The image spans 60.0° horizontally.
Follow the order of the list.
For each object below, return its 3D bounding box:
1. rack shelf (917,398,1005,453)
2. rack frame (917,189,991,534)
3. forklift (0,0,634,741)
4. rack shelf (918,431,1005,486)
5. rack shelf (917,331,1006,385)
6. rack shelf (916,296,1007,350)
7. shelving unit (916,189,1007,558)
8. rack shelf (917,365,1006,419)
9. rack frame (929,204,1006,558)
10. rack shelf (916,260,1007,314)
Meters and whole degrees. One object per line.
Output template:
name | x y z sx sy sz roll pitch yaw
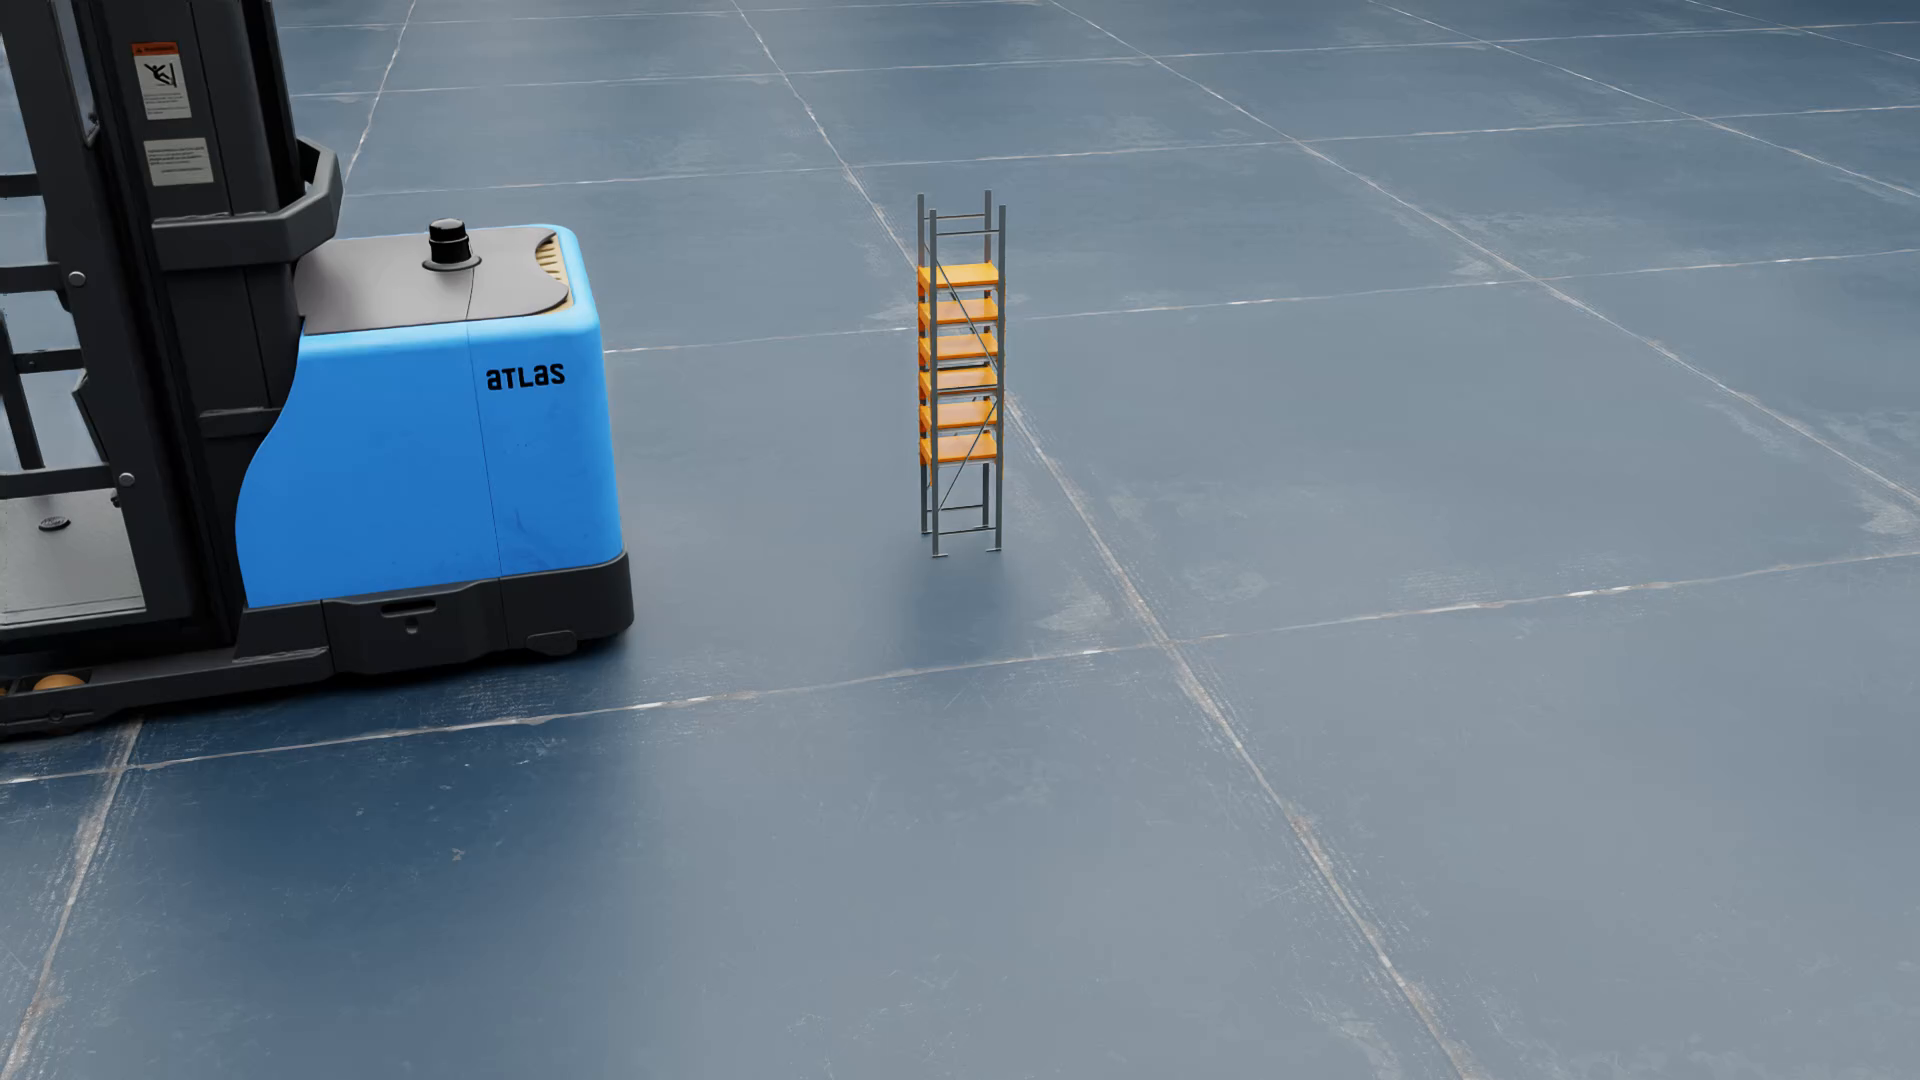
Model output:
rack shelf | 0.003 -0.382 5.541 0.258 0.103 0.180 -6 27 -12
rack frame | -0.017 -0.569 5.547 0.240 1.200 0.006 -6 27 -12
forklift | -2.576 -1.003 4.484 3.031 2.935 1.130 -7 28 -14
rack shelf | 0.003 -0.275 5.595 0.258 0.103 0.180 -6 27 -12
rack shelf | 0.003 -0.597 5.433 0.258 0.103 0.180 -6 27 -12
rack shelf | 0.003 -0.704 5.379 0.258 0.103 0.180 -6 27 -12
shelving unit | 0.003 -0.529 5.467 0.258 1.200 0.189 -6 27 -12
rack shelf | 0.003 -0.490 5.487 0.258 0.103 0.180 -6 27 -12
rack frame | 0.024 -0.489 5.387 0.240 1.200 0.006 -6 27 -12
rack shelf | 0.003 -0.811 5.325 0.258 0.103 0.180 -6 27 -12
